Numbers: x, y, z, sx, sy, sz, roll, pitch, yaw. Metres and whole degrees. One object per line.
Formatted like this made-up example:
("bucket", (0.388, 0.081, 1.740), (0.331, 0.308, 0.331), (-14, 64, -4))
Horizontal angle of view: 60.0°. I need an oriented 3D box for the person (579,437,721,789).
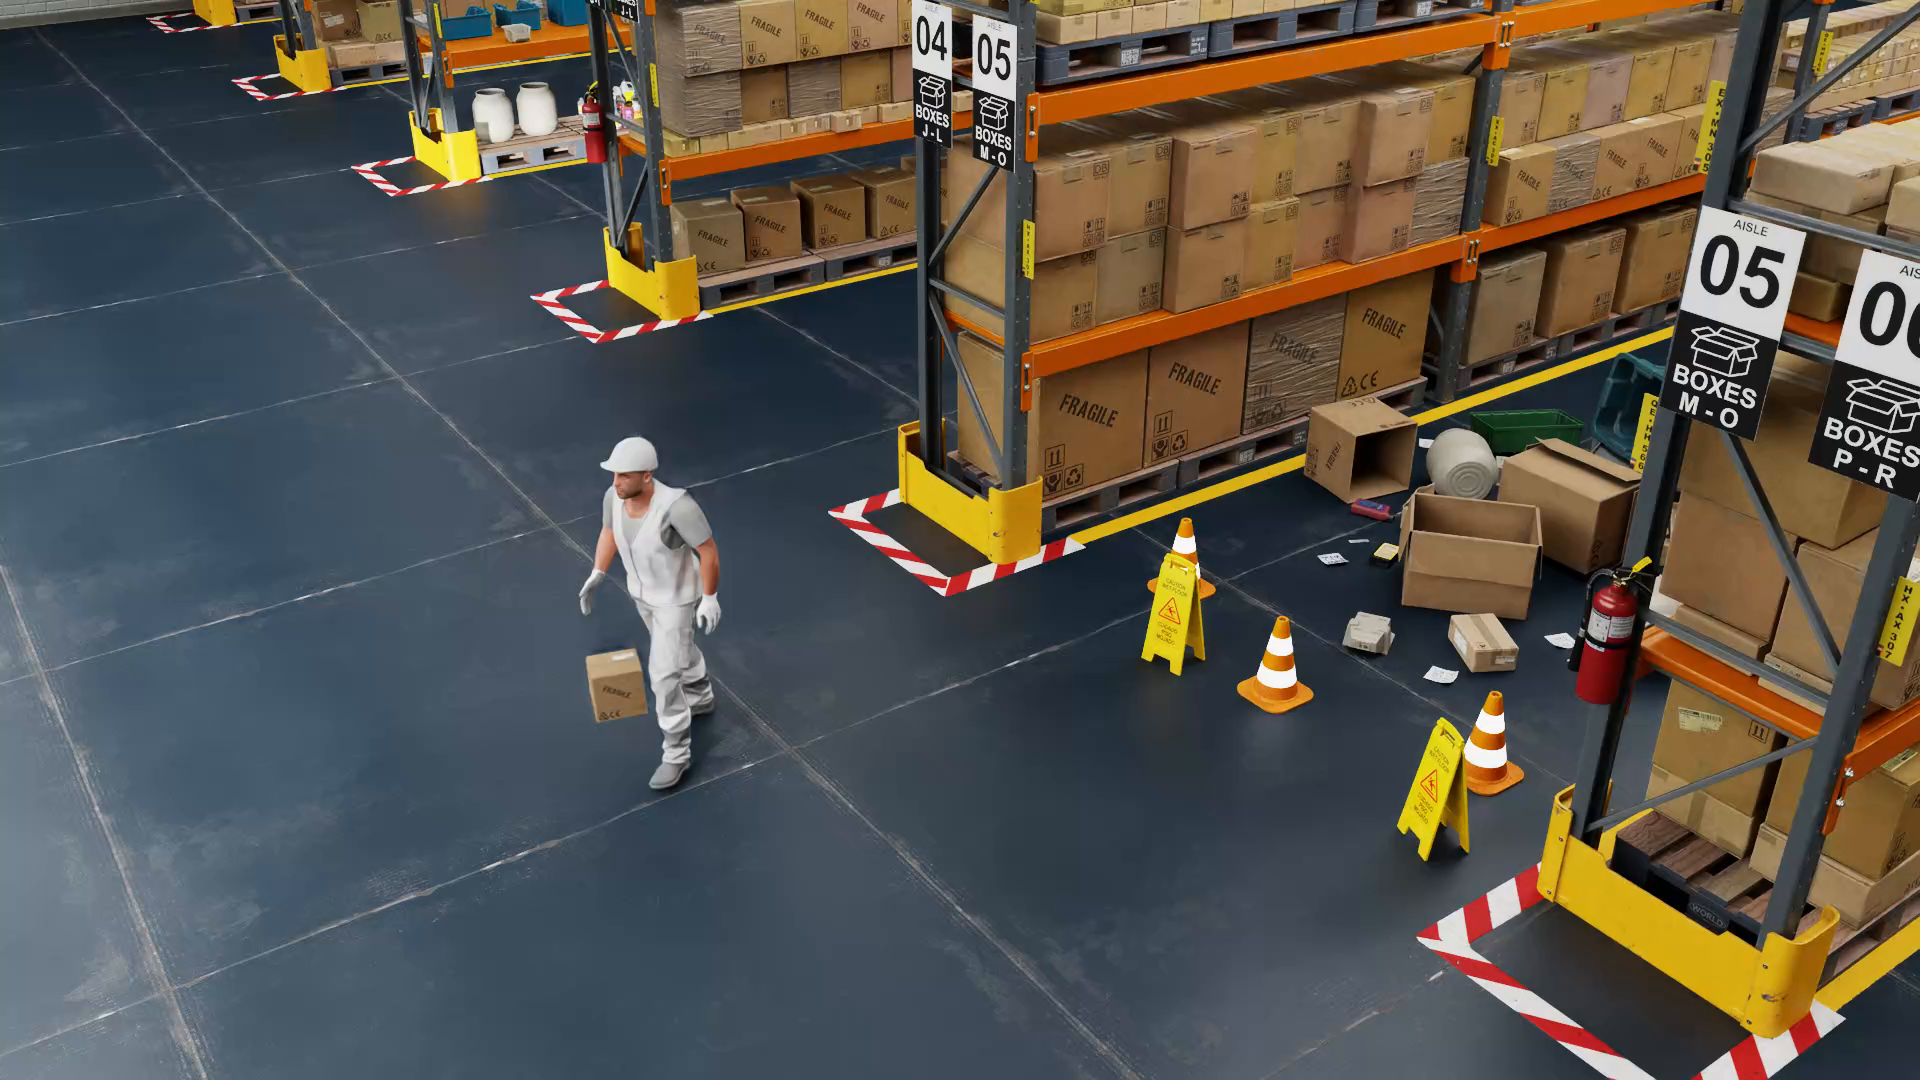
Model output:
("person", (-1.467, 0.281, 8.107), (0.635, 1.746, 0.741), (22, 35, 35))
